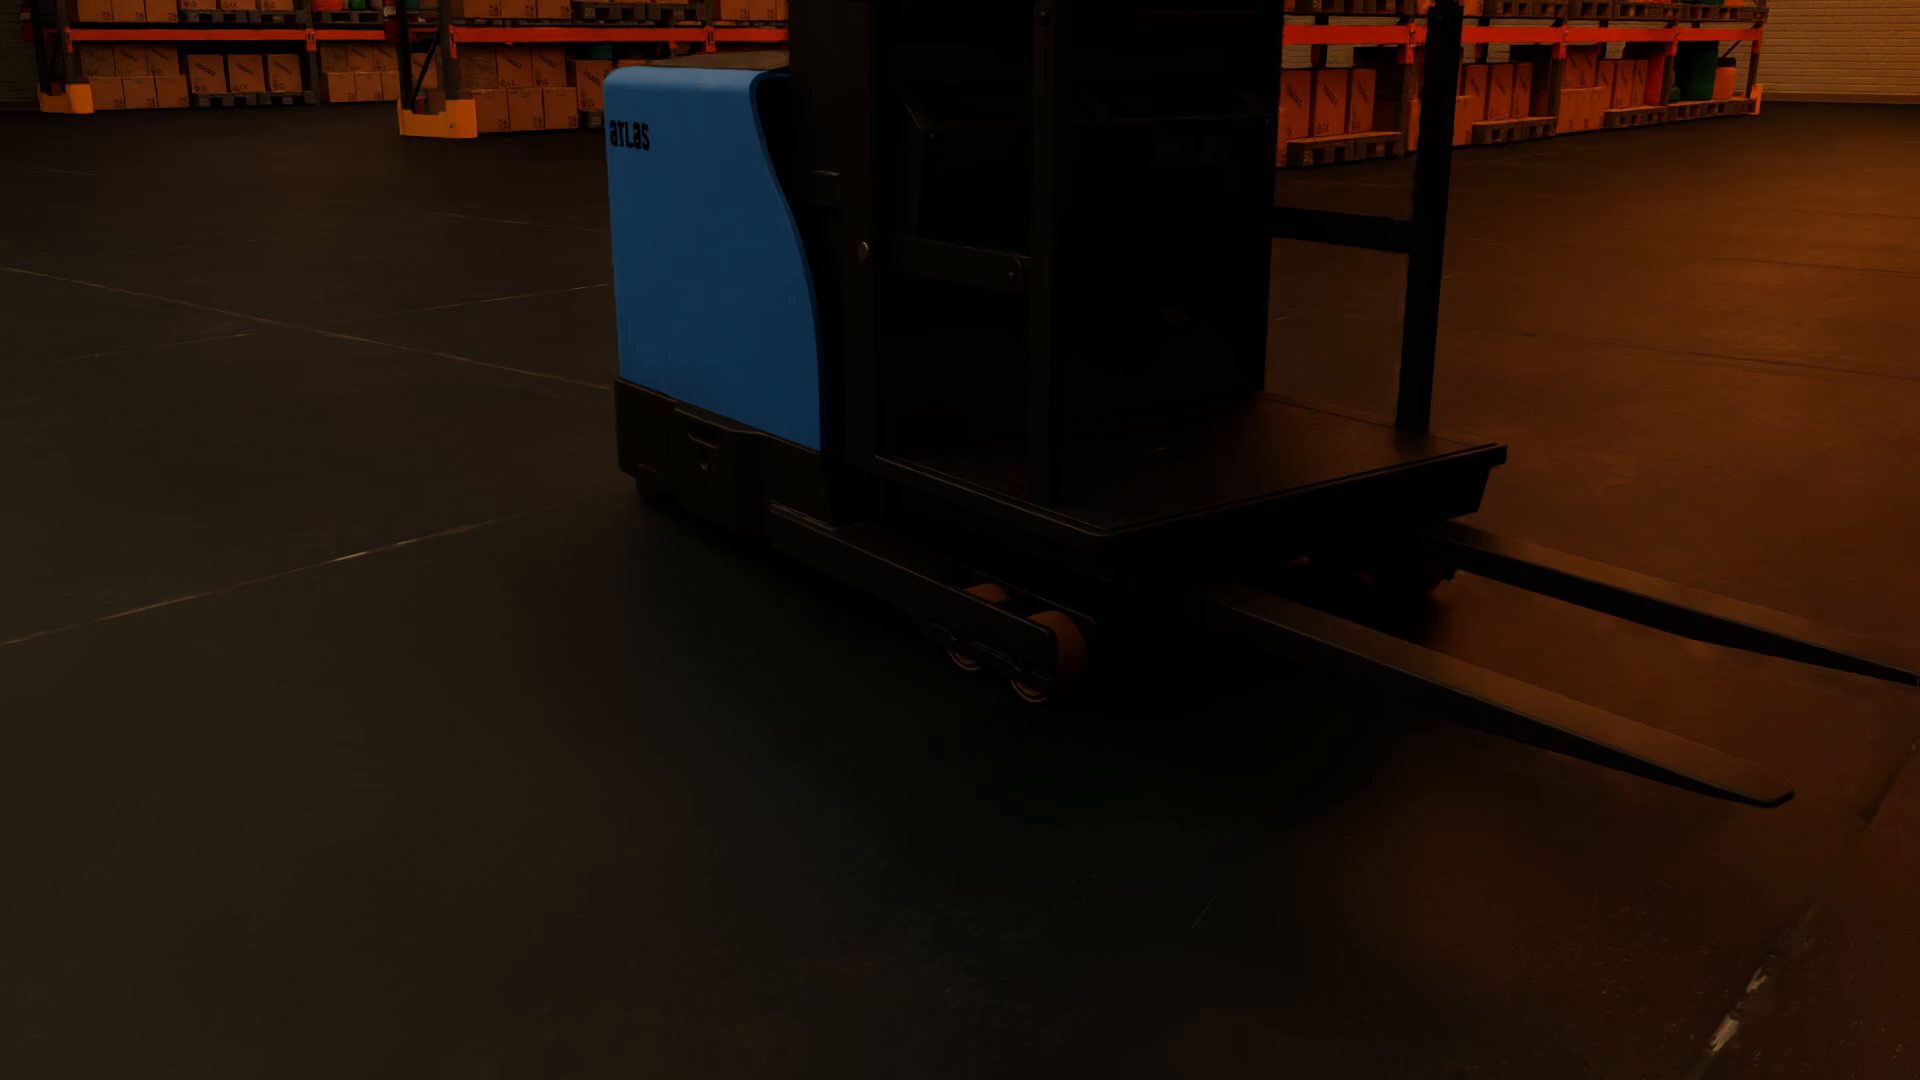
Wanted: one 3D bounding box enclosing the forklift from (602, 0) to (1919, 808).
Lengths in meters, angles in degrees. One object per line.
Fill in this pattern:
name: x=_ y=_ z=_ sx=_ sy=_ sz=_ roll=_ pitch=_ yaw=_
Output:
forklift: x=0.389 y=-1.270 z=3.078 sx=1.130 sy=2.935 sz=3.031 roll=-12 pitch=21 yaw=-35
